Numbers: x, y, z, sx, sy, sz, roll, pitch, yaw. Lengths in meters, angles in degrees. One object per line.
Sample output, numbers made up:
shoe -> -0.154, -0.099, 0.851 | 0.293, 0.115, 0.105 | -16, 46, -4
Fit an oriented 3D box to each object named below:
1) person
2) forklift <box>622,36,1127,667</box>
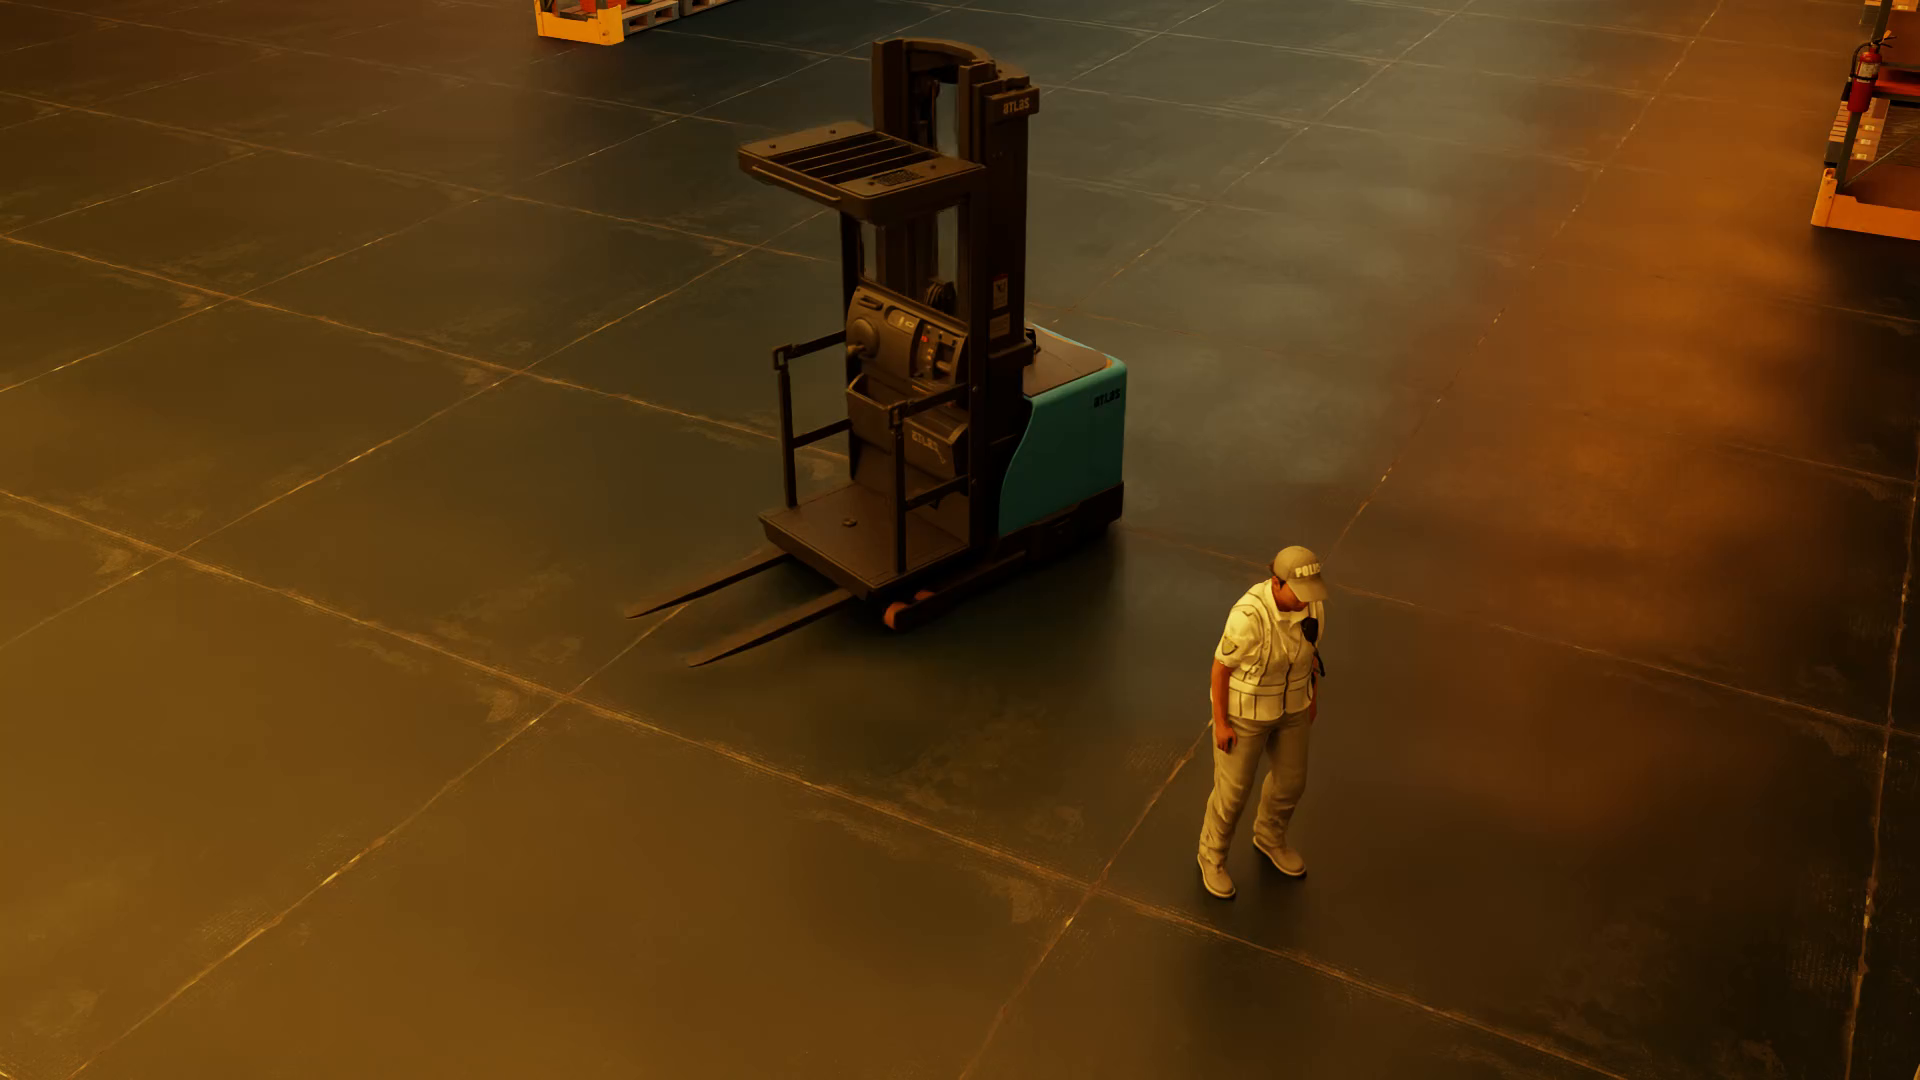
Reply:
person -> 1.303, 0.738, 7.064 | 0.538, 1.666, 0.467 | -13, 32, -21
forklift -> -0.452, -1.060, 8.908 | 3.031, 2.935, 1.130 | -24, 38, -35
